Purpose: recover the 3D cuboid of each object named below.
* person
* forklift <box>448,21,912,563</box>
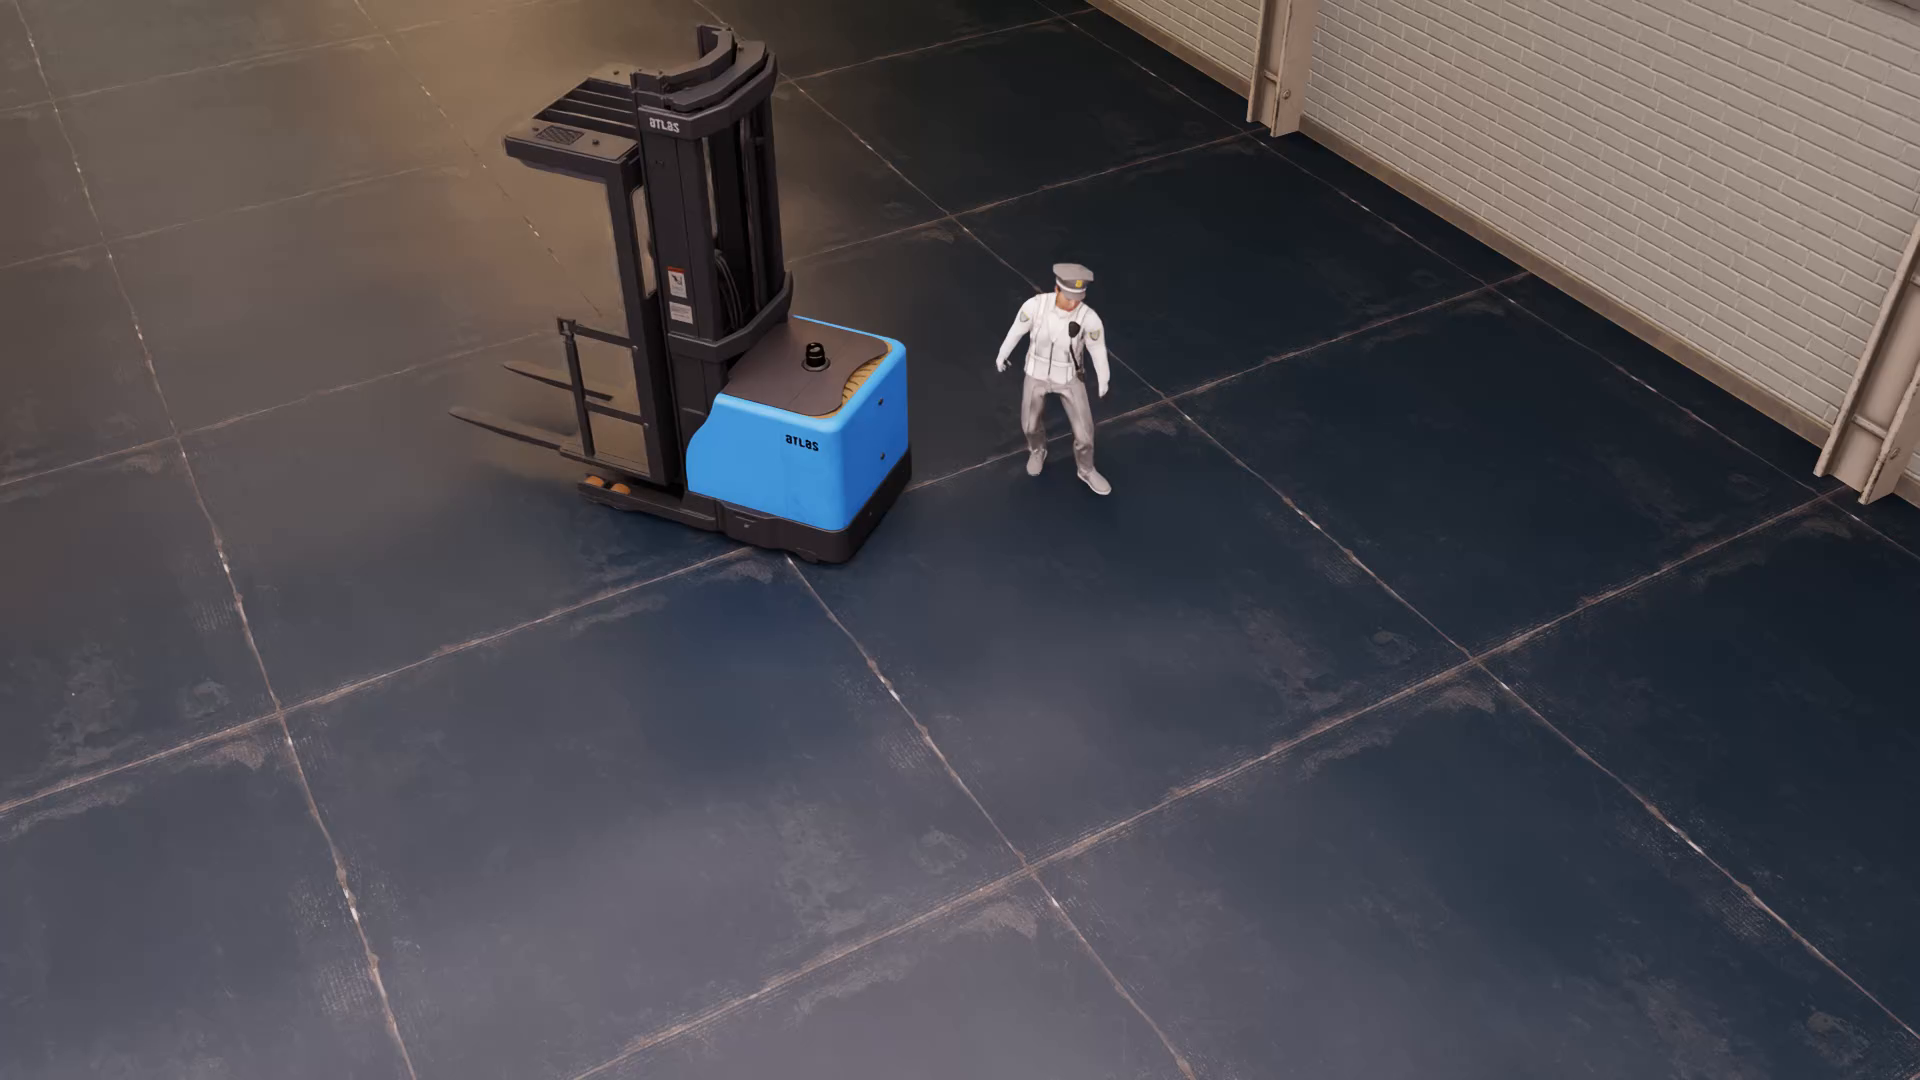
[{"bbox_3d":[0.605,-1.027,10.346,0.812,1.647,0.431,12,41,14],"label":"person"},{"bbox_3d":[-1.875,-1.610,9.977,3.031,2.935,1.130,16,42,18],"label":"forklift"}]
